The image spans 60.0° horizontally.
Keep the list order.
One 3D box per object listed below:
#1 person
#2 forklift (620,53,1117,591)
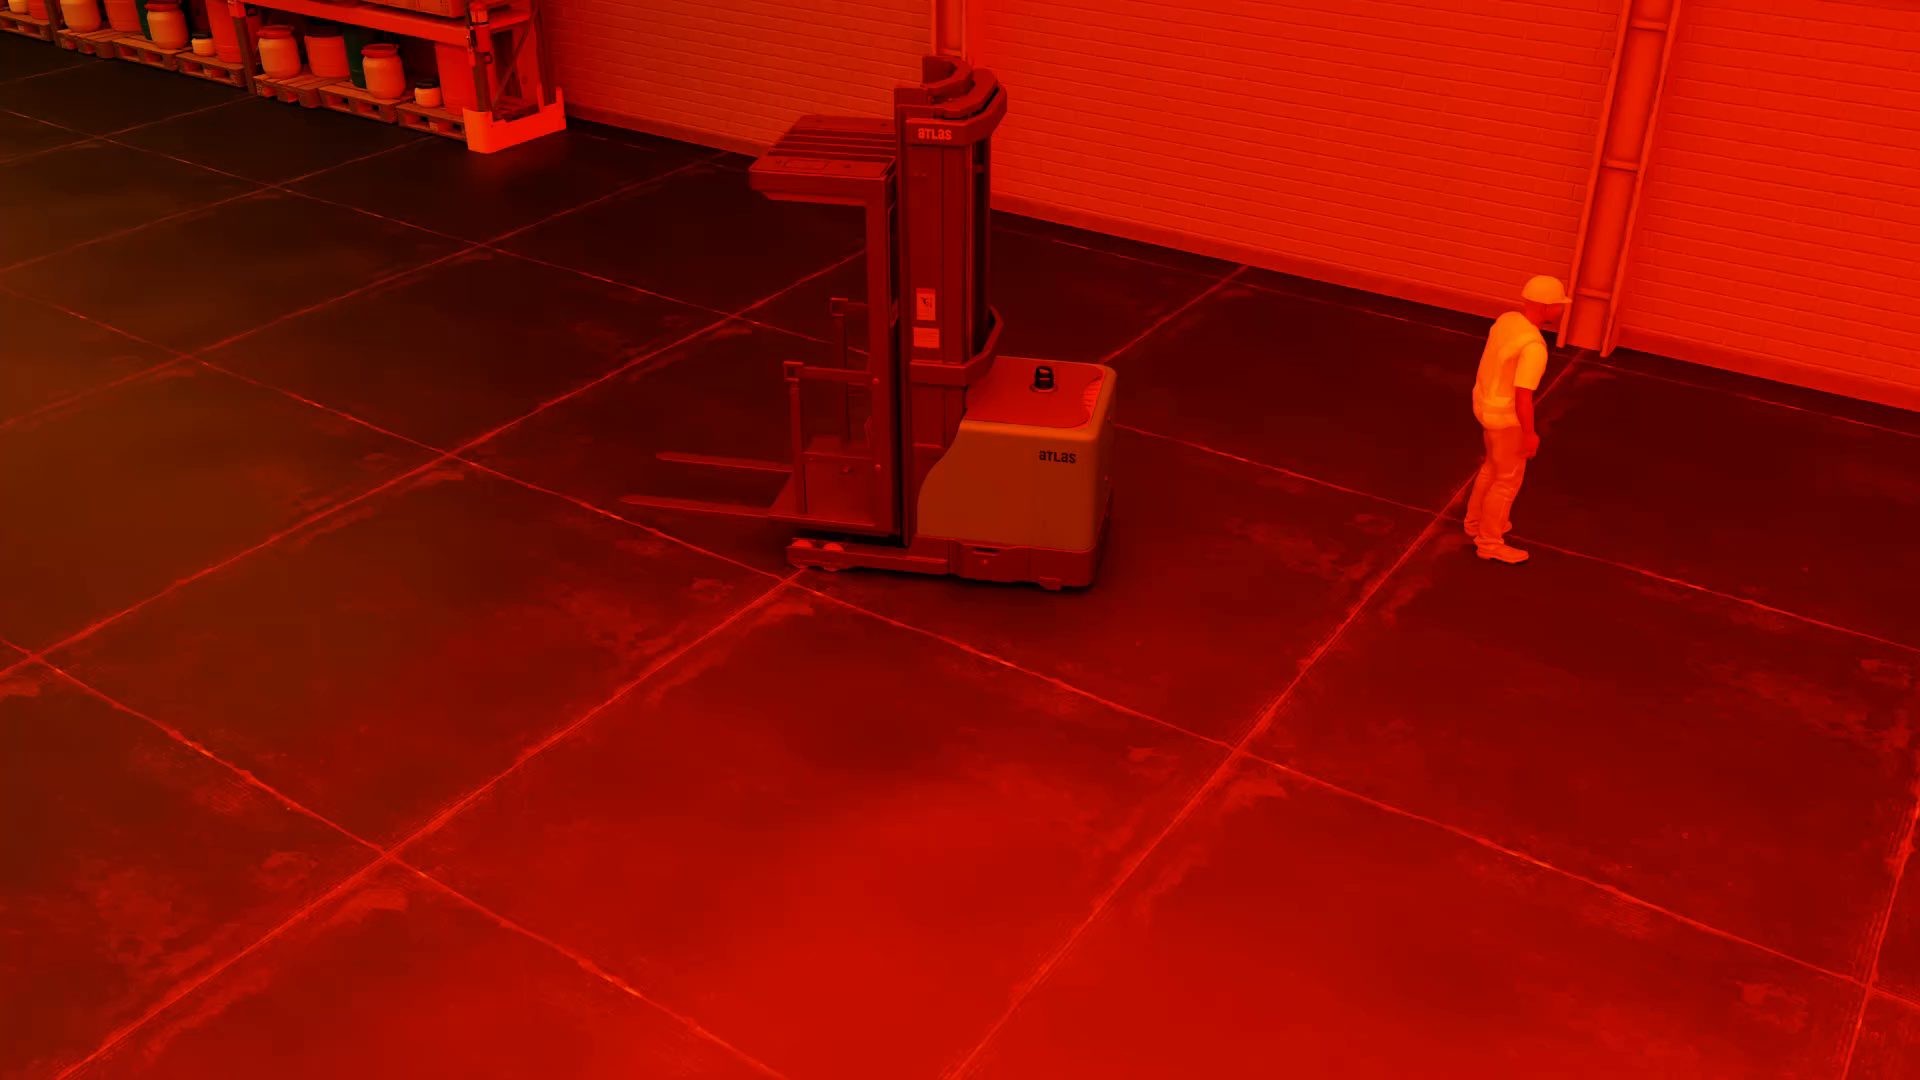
[{"bbox_3d":[3.337,-0.754,10.049,0.457,1.761,0.638,0,30,0],"label":"person"},{"bbox_3d":[-0.596,-1.330,9.871,3.031,2.935,1.130,6,31,10],"label":"forklift"}]
